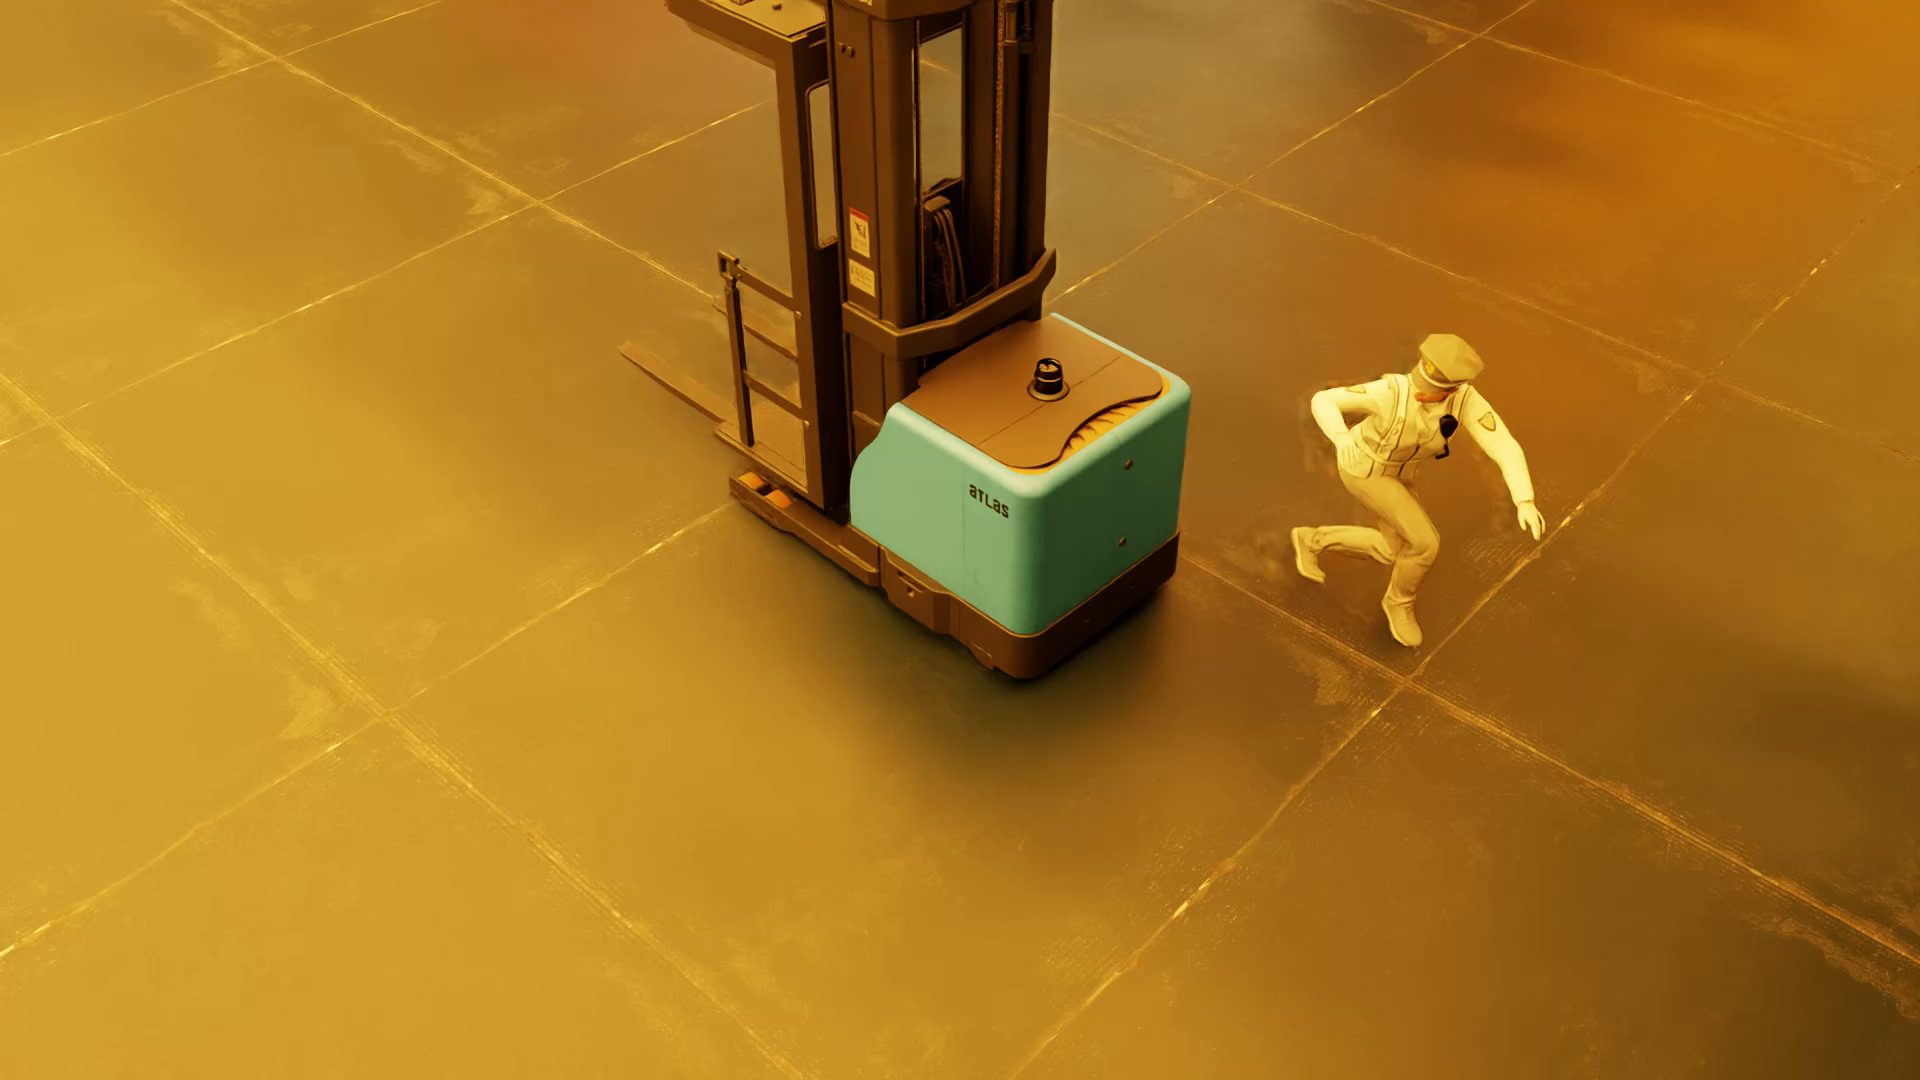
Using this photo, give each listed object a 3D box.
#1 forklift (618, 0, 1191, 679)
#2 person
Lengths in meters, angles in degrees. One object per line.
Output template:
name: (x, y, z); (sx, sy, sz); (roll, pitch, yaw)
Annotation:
forklift: (-0.439, -1.389, 7.048); (3.031, 2.935, 1.130); (33, 50, 32)
person: (1.818, -0.142, 6.782); (0.760, 1.424, 1.029); (-23, 46, -24)
